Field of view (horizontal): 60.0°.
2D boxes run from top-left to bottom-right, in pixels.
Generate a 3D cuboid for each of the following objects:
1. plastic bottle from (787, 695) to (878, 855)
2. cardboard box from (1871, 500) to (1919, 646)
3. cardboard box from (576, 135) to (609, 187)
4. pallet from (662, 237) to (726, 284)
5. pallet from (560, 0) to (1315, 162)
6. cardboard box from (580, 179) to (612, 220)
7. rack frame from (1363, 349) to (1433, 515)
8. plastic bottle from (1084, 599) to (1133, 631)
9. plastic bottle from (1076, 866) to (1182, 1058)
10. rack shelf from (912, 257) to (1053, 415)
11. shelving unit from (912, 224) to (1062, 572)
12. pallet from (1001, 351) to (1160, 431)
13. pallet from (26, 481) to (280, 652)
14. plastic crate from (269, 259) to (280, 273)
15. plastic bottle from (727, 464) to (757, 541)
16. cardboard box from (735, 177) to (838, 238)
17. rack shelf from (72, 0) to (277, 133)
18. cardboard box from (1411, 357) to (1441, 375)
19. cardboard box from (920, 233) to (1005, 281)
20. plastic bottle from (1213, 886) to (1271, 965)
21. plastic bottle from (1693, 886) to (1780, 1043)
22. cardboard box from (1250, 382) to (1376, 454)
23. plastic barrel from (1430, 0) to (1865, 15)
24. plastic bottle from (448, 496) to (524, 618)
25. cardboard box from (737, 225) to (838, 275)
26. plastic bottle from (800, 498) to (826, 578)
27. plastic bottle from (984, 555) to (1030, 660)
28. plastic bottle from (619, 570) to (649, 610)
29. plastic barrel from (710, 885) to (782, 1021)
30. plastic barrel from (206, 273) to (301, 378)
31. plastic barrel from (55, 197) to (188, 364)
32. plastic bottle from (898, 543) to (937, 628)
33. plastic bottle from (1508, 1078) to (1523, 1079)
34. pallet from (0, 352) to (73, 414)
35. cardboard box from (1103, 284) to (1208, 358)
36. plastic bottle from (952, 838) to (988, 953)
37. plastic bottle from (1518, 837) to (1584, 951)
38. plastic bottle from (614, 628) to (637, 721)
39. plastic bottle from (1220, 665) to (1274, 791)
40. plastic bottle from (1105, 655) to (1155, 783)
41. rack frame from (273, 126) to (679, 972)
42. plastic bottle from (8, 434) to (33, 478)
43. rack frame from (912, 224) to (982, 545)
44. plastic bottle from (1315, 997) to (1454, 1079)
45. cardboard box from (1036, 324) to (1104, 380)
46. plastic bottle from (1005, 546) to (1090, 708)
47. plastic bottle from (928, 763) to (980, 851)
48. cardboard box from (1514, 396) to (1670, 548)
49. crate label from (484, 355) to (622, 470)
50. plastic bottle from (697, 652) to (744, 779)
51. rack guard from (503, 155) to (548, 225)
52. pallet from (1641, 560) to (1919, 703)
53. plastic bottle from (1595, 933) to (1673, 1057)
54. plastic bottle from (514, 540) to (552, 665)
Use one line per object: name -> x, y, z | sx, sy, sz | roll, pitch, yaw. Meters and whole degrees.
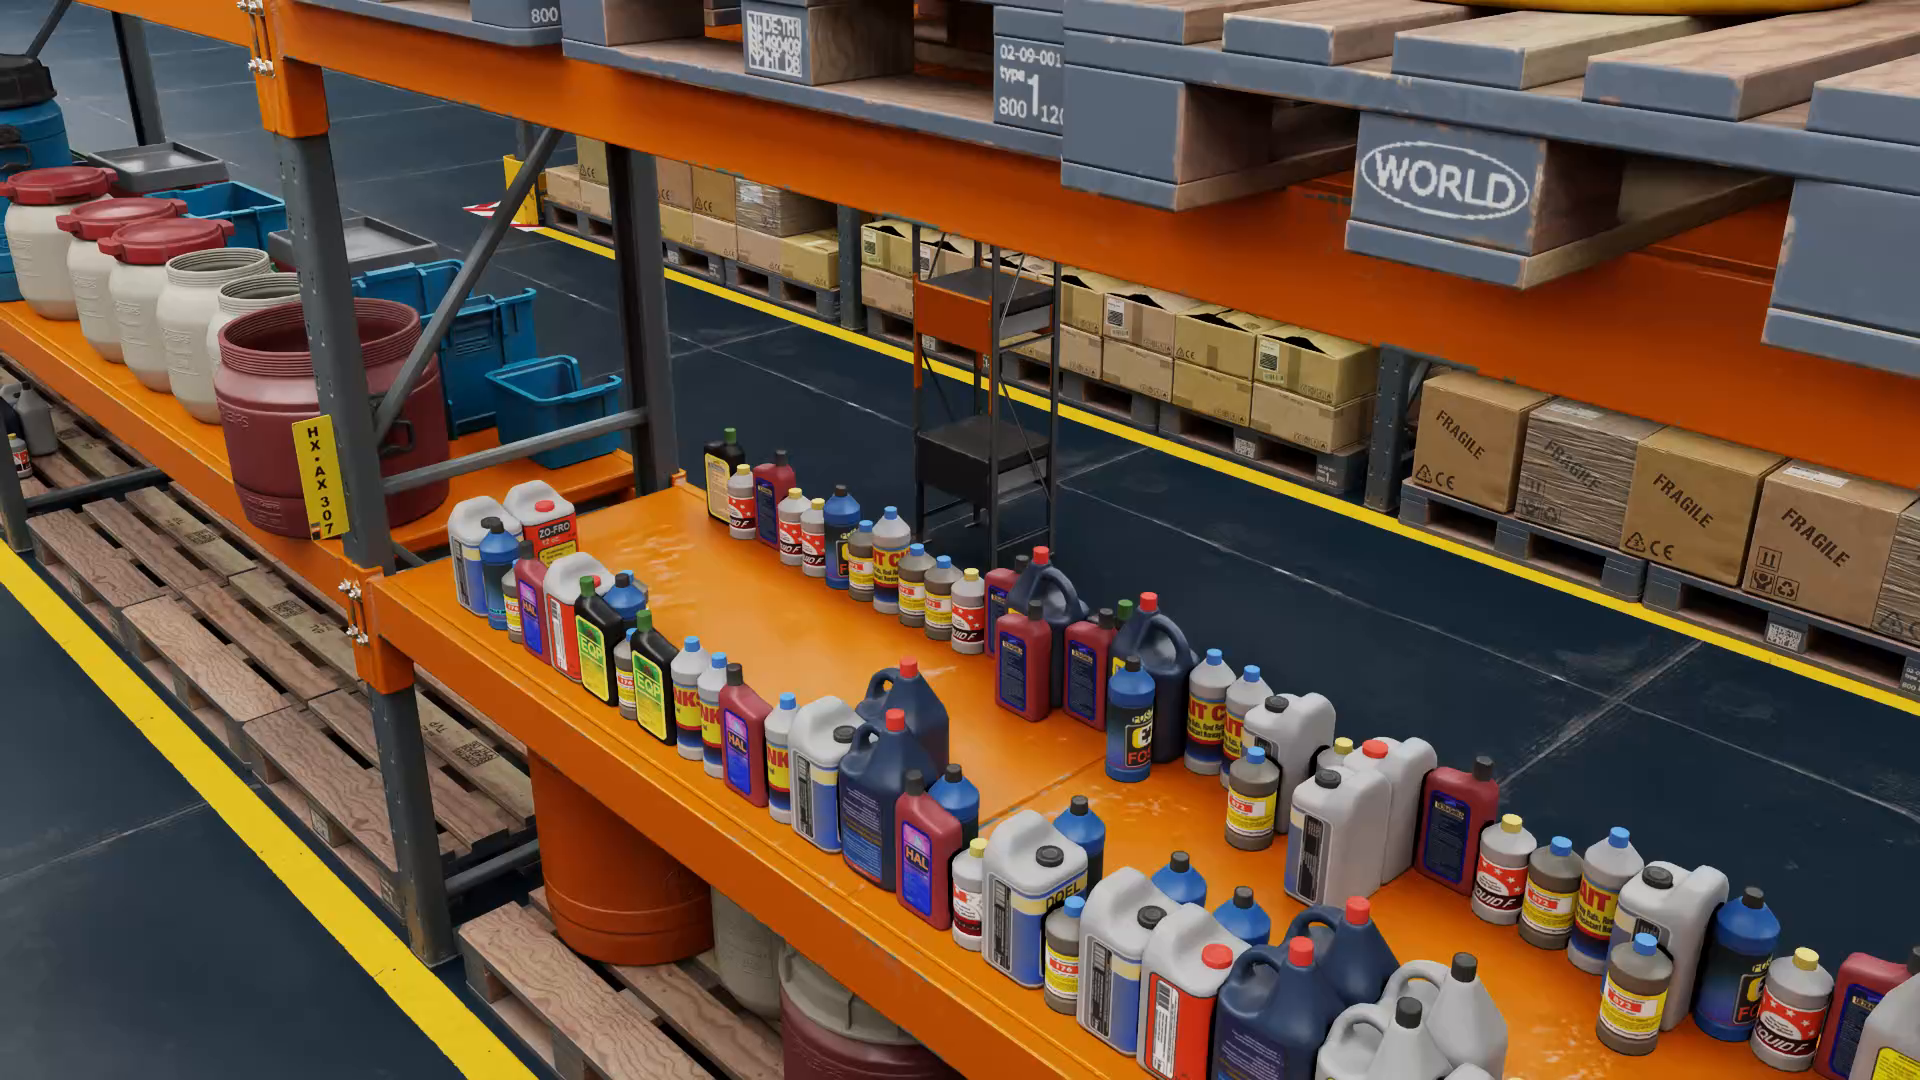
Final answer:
plastic bottle -> -0.242, 0.457, 3.284 | 0.152, 0.276, 0.135 | -21, 32, -38
cardboard box -> 3.882, 0.130, 6.332 | 0.500, 0.500, 0.500 | -21, 32, -38
cardboard box -> -2.552, -2.975, 12.560 | 0.500, 0.500, 0.500 | -21, 32, -38
pallet -> -1.717, -2.212, 12.345 | 1.003, 0.211, 1.213 | -21, 32, -38
pallet -> 0.100, -0.862, 2.639 | 1.003, 0.211, 1.213 | -21, 32, -38
cardboard box -> -2.551, -2.634, 12.717 | 0.500, 0.250, 0.500 | -21, 32, -38
rack frame -> 2.369, -1.646, 7.745 | 1.000, 3.000, 0.127 | -21, 32, -38
plastic bottle -> 0.337, 0.255, 3.718 | 0.061, 0.283, 0.133 | -21, 32, -38
plastic bottle -> 0.293, 0.694, 2.764 | 0.152, 0.276, 0.135 | -21, 32, -38
rack shelf -> 0.113, -0.893, 7.210 | 0.431, 0.518, 0.480 | -21, 32, -38
shelving unit -> 0.113, -0.905, 7.204 | 0.431, 2.100, 0.503 | -21, 32, -38
pallet -> 1.005, -1.008, 9.705 | 1.003, 0.211, 1.213 | -21, 32, -38
pallet -> -3.419, 0.041, 7.405 | 1.003, 0.211, 1.213 | -21, 32, -38
plastic crate -> -2.587, -0.910, 6.387 | 0.450, 0.188, 0.662 | -21, 32, -38
plastic bottle -> -0.596, -0.110, 4.617 | 0.097, 0.201, 0.097 | 0, 25, 0
cardboard box -> -1.175, -2.373, 11.241 | 0.500, 0.500, 0.500 | -21, 32, -38
rack shelf -> -2.617, -1.886, 5.522 | 1.077, 0.370, 4.000 | -21, 32, -38
cardboard box -> 2.225, -1.084, 8.643 | 0.500, 0.311, 0.500 | -20, 31, -37
cardboard box -> 0.073, -1.704, 10.003 | 0.500, 0.311, 0.500 | -22, 32, -39
plastic bottle -> 0.463, 0.696, 2.766 | 0.097, 0.271, 0.097 | 0, 25, 0
plastic bottle -> 1.295, 0.696, 2.765 | 0.097, 0.271, 0.097 | 0, 25, 0
cardboard box -> 1.831, -0.677, 8.426 | 0.500, 0.250, 0.500 | -20, 31, -37
plastic barrel -> 0.712, -0.891, 1.742 | 0.600, 0.588, 0.600 | 0, 25, 0
plastic bottle -> -1.190, 0.037, 4.205 | 0.152, 0.276, 0.135 | -21, 32, -38
cardboard box -> -1.177, -2.031, 11.395 | 0.500, 0.250, 0.500 | -21, 32, -38
plastic bottle -> -0.372, -0.011, 4.399 | 0.097, 0.201, 0.097 | 0, 25, 0
plastic bottle -> 0.119, 0.159, 3.929 | 0.061, 0.283, 0.133 | -21, 32, -38
plastic bottle -> -0.795, 0.170, 4.003 | 0.097, 0.201, 0.097 | 0, 25, 0
plastic barrel -> -0.452, 0.988, 4.463 | 0.421, 0.512, 0.421 | 0, 25, 0
plastic barrel -> -2.109, -0.544, 5.194 | 0.421, 0.512, 0.421 | 0, 25, 0
plastic barrel -> -2.988, -0.942, 6.037 | 0.433, 0.535, 0.433 | 0, 25, 0
plastic bottle -> -0.106, 0.107, 4.141 | 0.097, 0.201, 0.097 | 0, 25, 0
plastic bottle -> 0.807, 0.880, 2.445 | 0.097, 0.201, 0.097 | 0, 25, 0
pallet -> -5.250, -0.771, 9.185 | 1.003, 0.211, 1.213 | -21, 32, -38
cardboard box -> 1.128, -1.240, 8.985 | 0.500, 0.311, 0.500 | -21, 32, -39
plastic bottle -> 0.035, 0.630, 2.994 | 0.097, 0.201, 0.097 | 0, 25, 0
plastic bottle -> 1.070, 0.628, 2.998 | 0.097, 0.201, 0.097 | 0, 25, 0
plastic bottle -> -0.723, 0.294, 3.730 | 0.097, 0.201, 0.097 | 0, 25, 0
plastic bottle -> 0.595, 0.386, 3.445 | 0.097, 0.271, 0.097 | 0, 25, 0
plastic bottle -> 0.357, 0.368, 3.484 | 0.097, 0.271, 0.097 | 0, 25, 0
rack frame -> -1.250, -0.242, 4.667 | 1.000, 3.000, 0.127 | -21, 32, -38
plastic bottle -> -4.459, -0.403, 7.860 | 0.097, 0.201, 0.097 | 0, 25, 0
rack frame -> -0.054, -0.979, 7.366 | 0.400, 2.100, 0.015 | -21, 32, -38
plastic bottle -> 0.617, 0.806, 2.428 | 0.144, 0.351, 0.185 | -21, 32, -38
cardboard box -> 0.781, -1.140, 9.442 | 0.500, 0.250, 0.500 | -20, 32, -38
plastic bottle -> 0.198, 0.188, 3.783 | 0.144, 0.351, 0.185 | -21, 32, -38
plastic bottle -> -0.012, 0.541, 3.106 | 0.097, 0.271, 0.097 | 0, 25, 0
cardboard box -> 2.833, -0.333, 7.348 | 0.500, 0.500, 0.500 | 22, 33, 40
crate label -> -1.264, -0.400, 5.215 | 0.303, 0.233, 0.416 | -21, 32, -38
plastic bottle -> -0.499, 0.362, 3.498 | 0.097, 0.271, 0.097 | 0, 25, 0
rack guard -> -3.116, -2.940, 13.593 | 1.175, 0.500, 0.348 | -21, 32, -38
pallet -> 3.681, 0.229, 6.994 | 1.003, 0.211, 1.213 | -21, 32, -38
plastic bottle -> 1.118, 0.742, 2.749 | 0.097, 0.201, 0.097 | 0, 25, 0
plastic bottle -> -0.999, 0.146, 3.956 | 0.061, 0.283, 0.133 | -21, 32, -38
